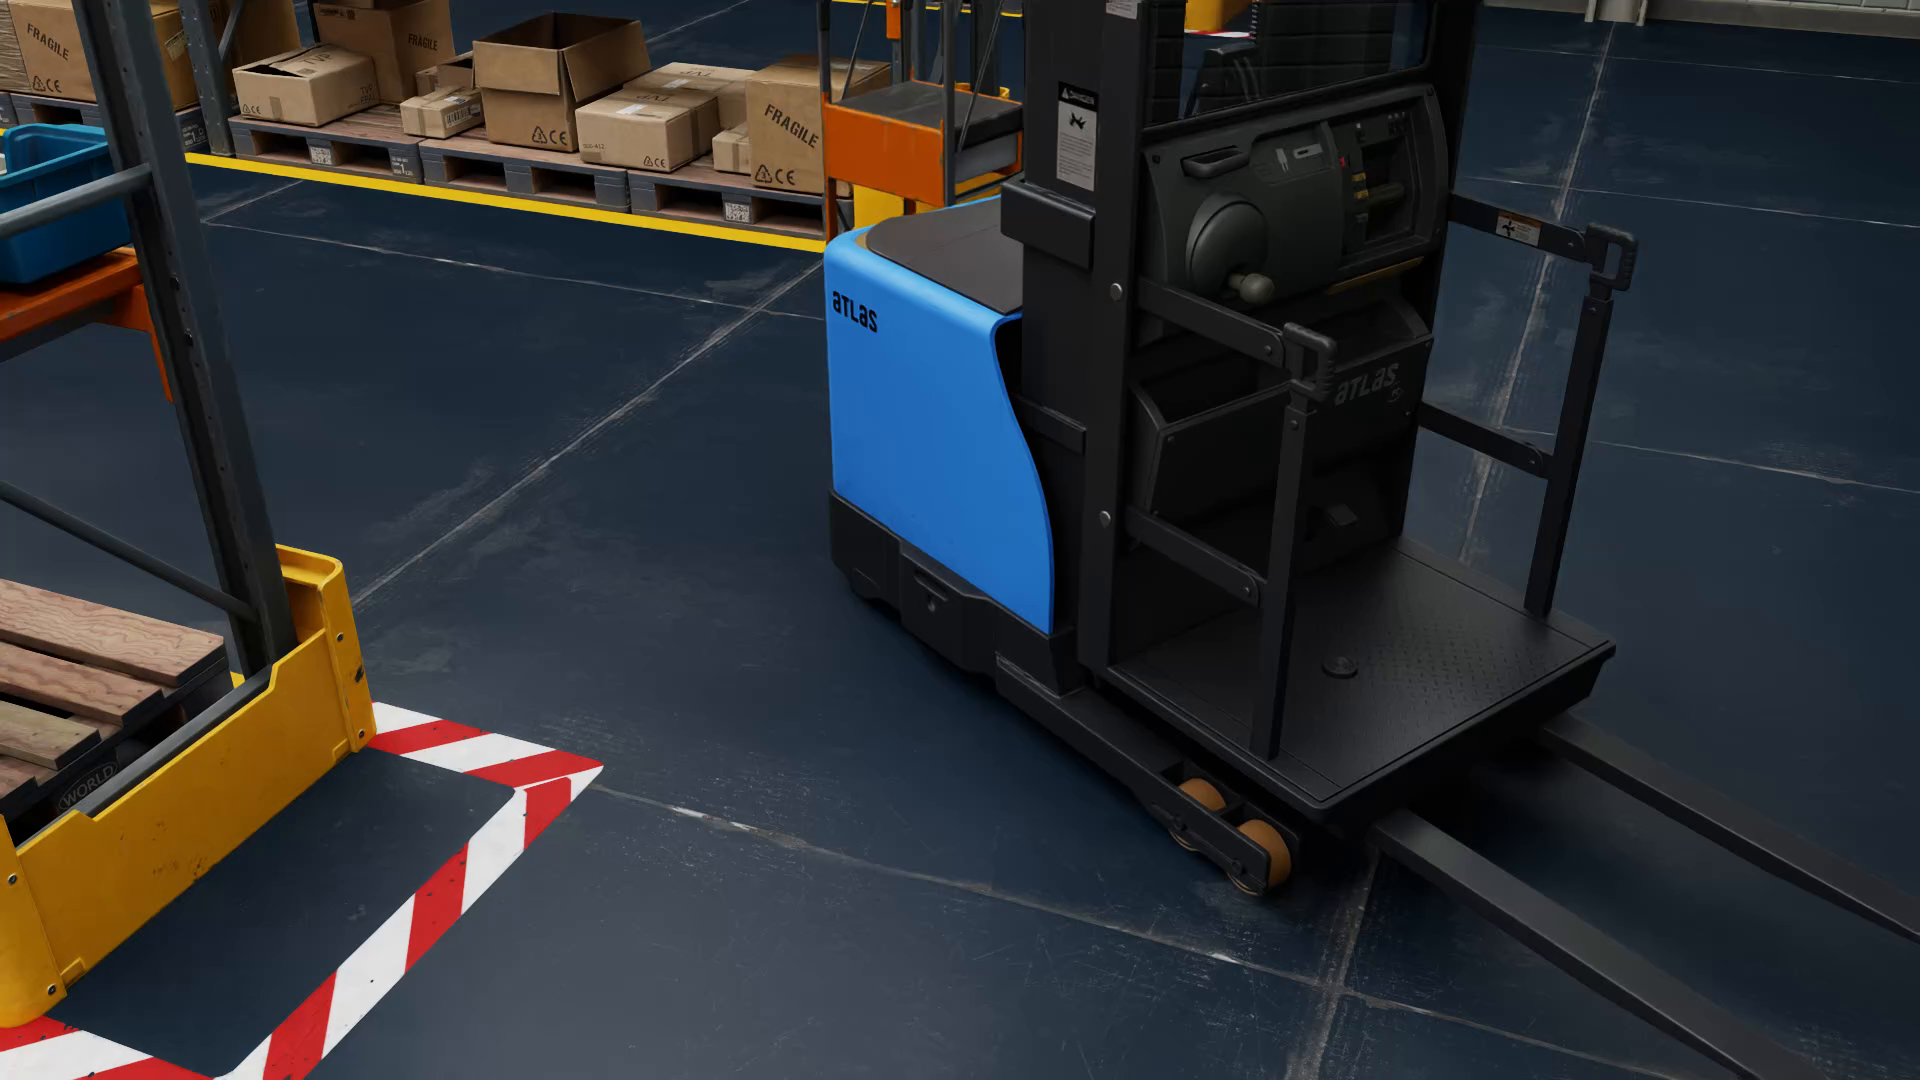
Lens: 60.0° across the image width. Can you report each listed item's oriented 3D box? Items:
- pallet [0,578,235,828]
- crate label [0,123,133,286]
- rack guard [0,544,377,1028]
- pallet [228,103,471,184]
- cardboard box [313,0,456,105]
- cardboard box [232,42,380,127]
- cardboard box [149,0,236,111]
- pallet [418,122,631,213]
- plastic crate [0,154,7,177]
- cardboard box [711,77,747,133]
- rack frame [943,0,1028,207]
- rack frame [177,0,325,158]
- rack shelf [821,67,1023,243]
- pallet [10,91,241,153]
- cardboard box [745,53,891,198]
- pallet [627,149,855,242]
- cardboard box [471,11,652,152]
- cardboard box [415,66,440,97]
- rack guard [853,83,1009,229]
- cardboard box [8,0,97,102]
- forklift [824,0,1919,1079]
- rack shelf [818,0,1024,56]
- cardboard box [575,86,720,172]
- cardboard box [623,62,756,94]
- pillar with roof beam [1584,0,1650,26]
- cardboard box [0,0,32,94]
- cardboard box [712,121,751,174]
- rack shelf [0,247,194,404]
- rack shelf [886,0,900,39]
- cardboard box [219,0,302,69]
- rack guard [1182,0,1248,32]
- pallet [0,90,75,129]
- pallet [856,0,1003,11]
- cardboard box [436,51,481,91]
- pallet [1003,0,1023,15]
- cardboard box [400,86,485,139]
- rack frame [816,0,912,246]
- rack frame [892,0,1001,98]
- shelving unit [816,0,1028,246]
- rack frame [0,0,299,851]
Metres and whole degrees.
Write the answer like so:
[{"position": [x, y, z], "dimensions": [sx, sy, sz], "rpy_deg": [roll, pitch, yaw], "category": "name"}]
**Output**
[{"position": [-2.663, 0.466, 4.212], "dimensions": [1.213, 0.211, 1.003], "rpy_deg": [11, 31, 19], "category": "pallet"}, {"position": [-2.019, -0.727, 3.597], "dimensions": [0.303, 0.233, 0.416], "rpy_deg": [11, 31, 19], "category": "crate label"}, {"position": [-1.886, 0.509, 3.842], "dimensions": [0.348, 0.500, 1.175], "rpy_deg": [11, 31, 19], "category": "rack guard"}, {"position": [-3.118, -2.234, 8.989], "dimensions": [1.213, 0.211, 1.003], "rpy_deg": [11, 31, 19], "category": "pallet"}, {"position": [-3.120, -2.703, 9.077], "dimensions": [0.500, 0.500, 0.500], "rpy_deg": [11, 31, 19], "category": "cardboard box"}, {"position": [-3.447, -2.421, 8.770], "dimensions": [0.500, 0.311, 0.500], "rpy_deg": [11, 31, 19], "category": "cardboard box"}, {"position": [-4.319, -2.640, 8.965], "dimensions": [0.500, 0.500, 0.500], "rpy_deg": [11, 31, 19], "category": "cardboard box"}, {"position": [-1.984, -2.009, 8.591], "dimensions": [1.213, 0.211, 1.003], "rpy_deg": [11, 31, 19], "category": "pallet"}, {"position": [-2.285, -0.782, 3.793], "dimensions": [0.298, 0.136, 0.250], "rpy_deg": [11, 31, 19], "category": "plastic crate"}, {"position": [-0.908, -2.153, 8.358], "dimensions": [0.500, 0.250, 0.500], "rpy_deg": [11, 31, 19], "category": "cardboard box"}, {"position": [0.087, -1.053, 4.979], "dimensions": [0.015, 2.100, 0.400], "rpy_deg": [22, 36, 34], "category": "rack frame"}, {"position": [-3.754, -3.576, 8.528], "dimensions": [0.127, 3.000, 1.000], "rpy_deg": [11, 31, 19], "category": "rack frame"}, {"position": [-0.100, -1.118, 5.123], "dimensions": [0.480, 0.518, 0.431], "rpy_deg": [22, 36, 34], "category": "rack shelf"}, {"position": [-4.522, -2.495, 9.450], "dimensions": [1.213, 0.211, 1.003], "rpy_deg": [11, 31, 19], "category": "pallet"}, {"position": [-0.644, -1.928, 7.705], "dimensions": [0.500, 0.500, 0.500], "rpy_deg": [11, 31, 19], "category": "cardboard box"}, {"position": [-0.857, -1.783, 8.190], "dimensions": [1.213, 0.211, 1.003], "rpy_deg": [11, 31, 19], "category": "pallet"}, {"position": [-2.011, -2.335, 8.423], "dimensions": [0.637, 0.503, 0.797], "rpy_deg": [11, 31, 19], "category": "cardboard box"}, {"position": [-2.750, -2.508, 9.089], "dimensions": [0.250, 0.149, 0.380], "rpy_deg": [11, 31, 19], "category": "cardboard box"}, {"position": [-0.118, -1.762, 7.859], "dimensions": [0.348, 0.500, 1.175], "rpy_deg": [11, 31, 19], "category": "rack guard"}, {"position": [-4.774, -2.735, 9.134], "dimensions": [0.500, 0.500, 0.500], "rpy_deg": [11, 31, 19], "category": "cardboard box"}, {"position": [0.903, -0.740, 3.581], "dimensions": [1.130, 2.935, 3.031], "rpy_deg": [-21, 35, -32], "category": "forklift"}, {"position": [-0.100, -1.728, 4.778], "dimensions": [0.480, 0.518, 0.431], "rpy_deg": [22, 36, 34], "category": "rack shelf"}, {"position": [-1.513, -2.008, 8.102], "dimensions": [0.500, 0.250, 0.500], "rpy_deg": [11, 31, 19], "category": "cardboard box"}, {"position": [-1.372, -2.245, 8.521], "dimensions": [0.500, 0.250, 0.500], "rpy_deg": [11, 31, 19], "category": "cardboard box"}, {"position": [3.020, -5.639, 6.081], "dimensions": [0.400, 9.000, 9.100], "rpy_deg": [11, 31, 19], "category": "pillar with roof beam"}, {"position": [-5.239, -2.828, 9.298], "dimensions": [0.500, 0.500, 0.500], "rpy_deg": [12, 32, 20], "category": "cardboard box"}, {"position": [-0.986, -1.898, 7.992], "dimensions": [0.250, 0.166, 0.380], "rpy_deg": [11, 31, 19], "category": "cardboard box"}, {"position": [-3.767, -0.635, 4.056], "dimensions": [4.000, 0.370, 1.077], "rpy_deg": [11, 31, 19], "category": "rack shelf"}, {"position": [-1.901, -2.893, 8.051], "dimensions": [4.000, 0.370, 1.077], "rpy_deg": [11, 31, 19], "category": "rack shelf"}, {"position": [-4.111, -2.880, 9.390], "dimensions": [0.500, 0.500, 0.500], "rpy_deg": [10, 31, 17], "category": "cardboard box"}, {"position": [1.833, -4.003, 11.823], "dimensions": [0.348, 0.500, 1.175], "rpy_deg": [11, 31, 19], "category": "rack guard"}, {"position": [-5.657, -2.720, 9.848], "dimensions": [1.213, 0.211, 1.003], "rpy_deg": [11, 31, 19], "category": "pallet"}, {"position": [-0.086, -4.220, 12.502], "dimensions": [1.213, 0.211, 1.003], "rpy_deg": [11, 31, 19], "category": "pallet"}, {"position": [-2.425, -2.482, 8.878], "dimensions": [0.500, 0.311, 0.500], "rpy_deg": [11, 31, 19], "category": "cardboard box"}, {"position": [1.041, -3.994, 12.101], "dimensions": [1.213, 0.211, 1.003], "rpy_deg": [11, 31, 19], "category": "pallet"}, {"position": [-2.641, -2.202, 8.530], "dimensions": [0.250, 0.166, 0.380], "rpy_deg": [11, 31, 19], "category": "cardboard box"}, {"position": [-0.287, -1.207, 5.252], "dimensions": [0.015, 2.100, 0.400], "rpy_deg": [22, 36, 34], "category": "rack frame"}, {"position": [-0.048, -2.836, 7.219], "dimensions": [0.127, 3.000, 1.000], "rpy_deg": [11, 31, 19], "category": "rack frame"}, {"position": [-0.100, -1.130, 5.116], "dimensions": [0.503, 2.100, 0.431], "rpy_deg": [22, 36, 34], "category": "shelving unit"}, {"position": [-1.914, -0.578, 3.224], "dimensions": [0.127, 3.000, 1.000], "rpy_deg": [11, 31, 19], "category": "rack frame"}]
